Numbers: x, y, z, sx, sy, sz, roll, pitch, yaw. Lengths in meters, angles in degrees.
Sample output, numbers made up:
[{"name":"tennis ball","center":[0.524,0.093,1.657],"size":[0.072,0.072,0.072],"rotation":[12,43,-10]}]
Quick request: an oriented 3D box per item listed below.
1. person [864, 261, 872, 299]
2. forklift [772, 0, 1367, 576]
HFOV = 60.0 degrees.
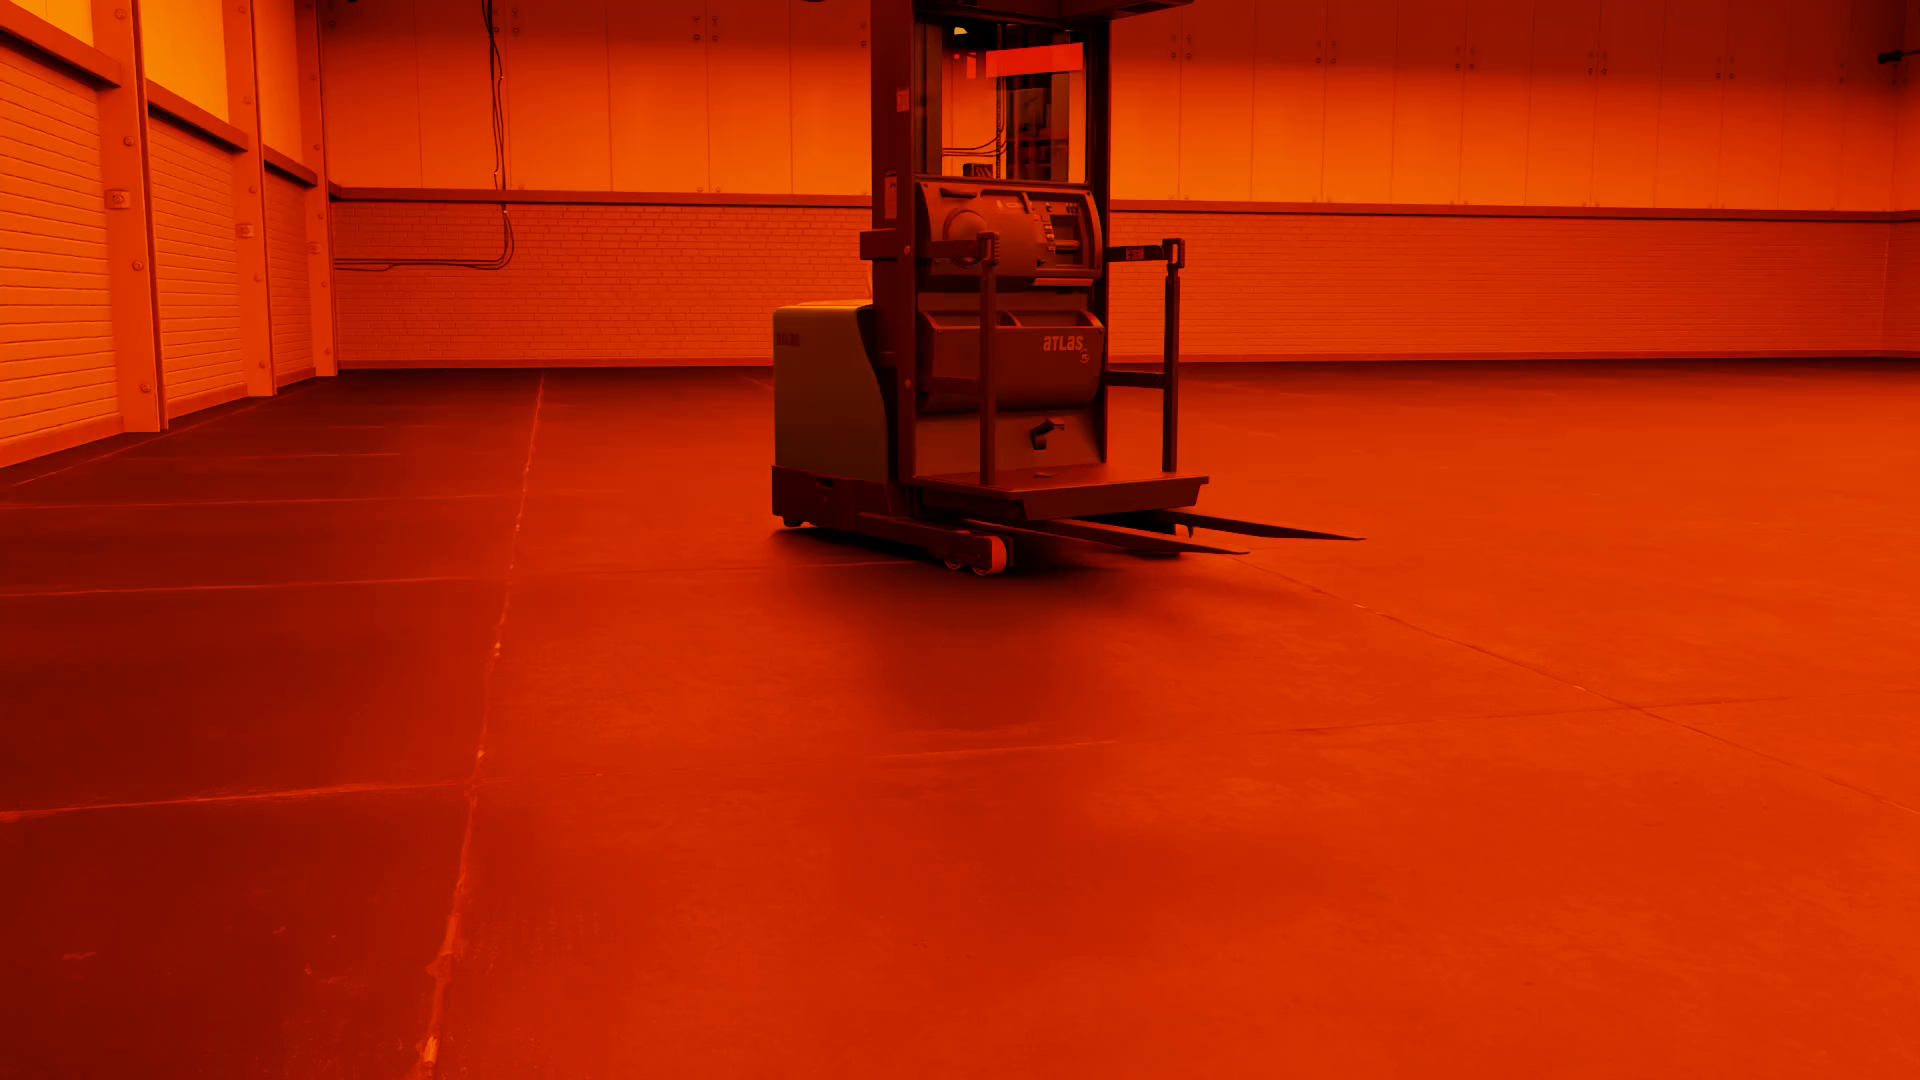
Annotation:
[{"name":"person","center":[-0.330,-1.328,10.811],"size":[0.590,1.770,0.465],"rotation":[-1,8,-7]},{"name":"forklift","center":[0.355,-1.383,7.015],"size":[1.130,2.935,3.031],"rotation":[-6,10,-35]}]
